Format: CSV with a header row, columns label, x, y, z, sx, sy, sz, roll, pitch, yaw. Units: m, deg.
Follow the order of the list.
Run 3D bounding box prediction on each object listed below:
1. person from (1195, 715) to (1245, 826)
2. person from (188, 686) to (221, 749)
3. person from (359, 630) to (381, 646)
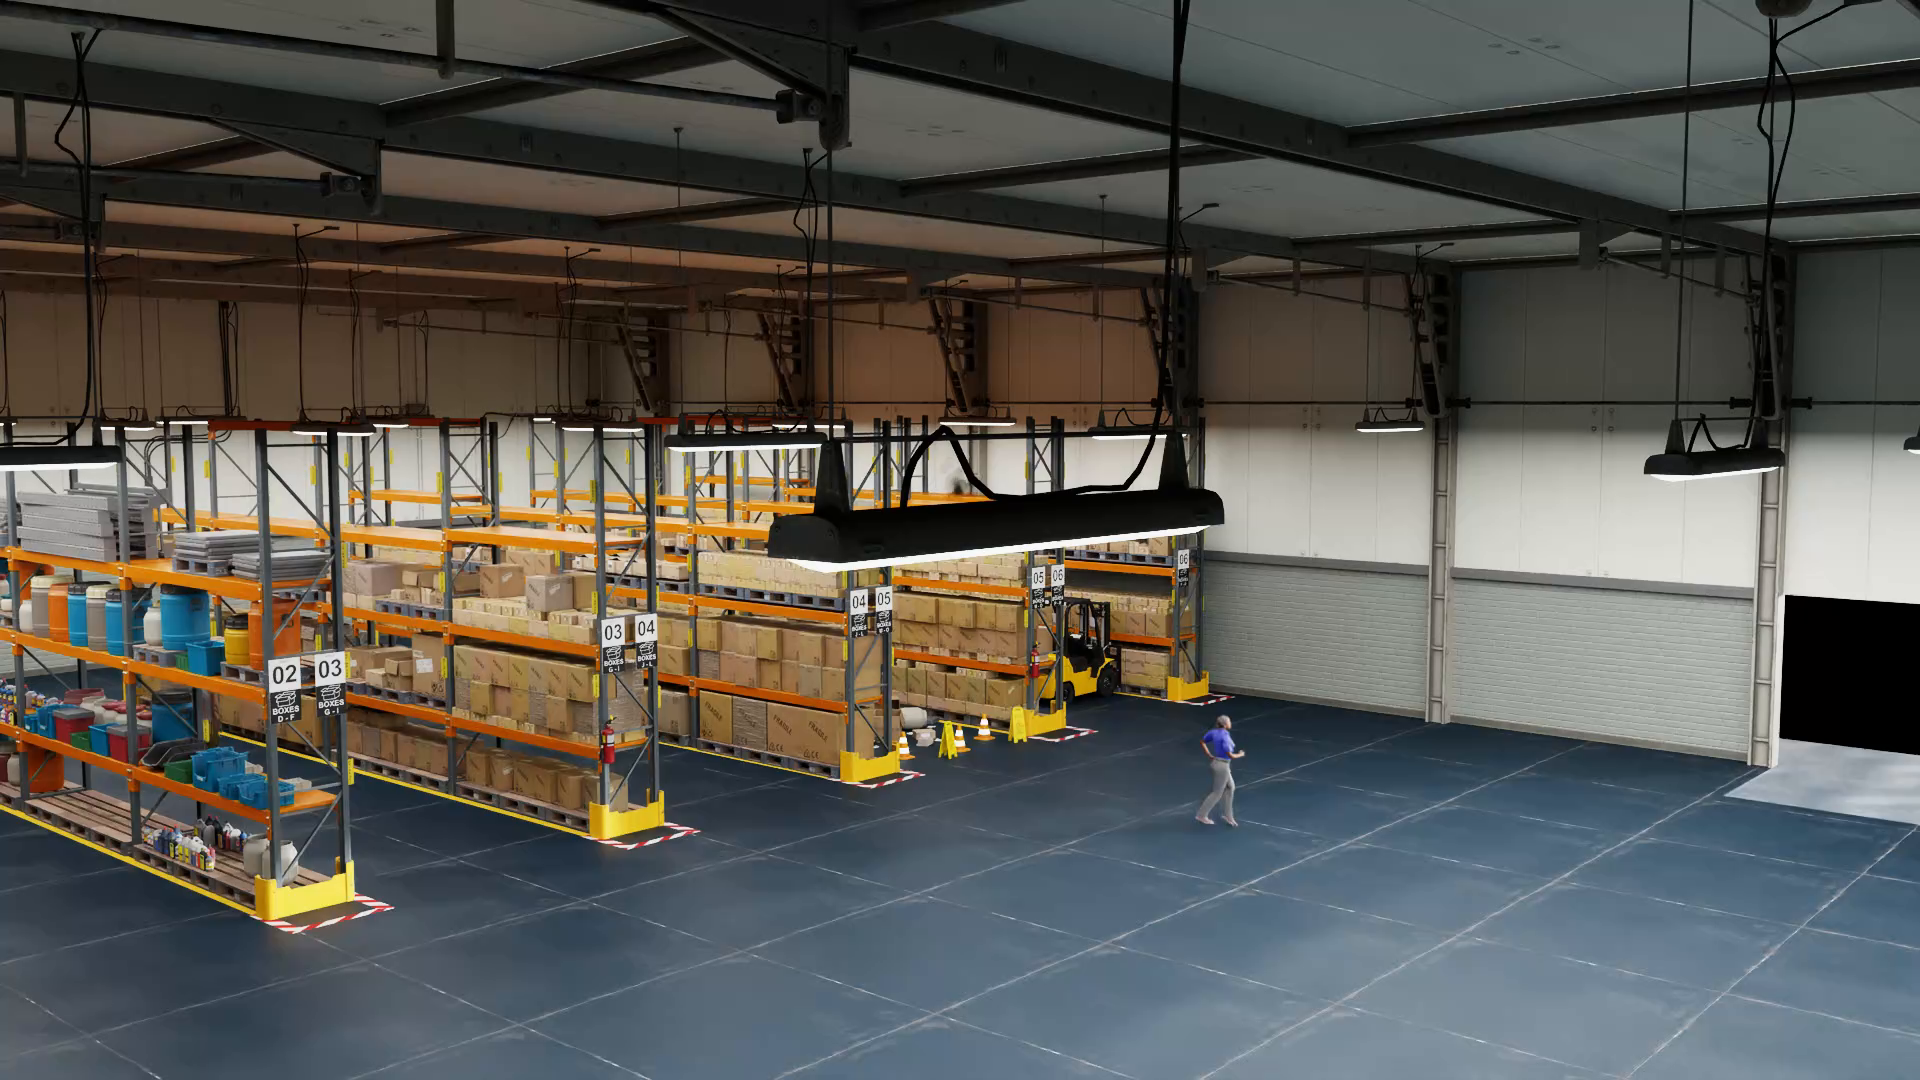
label,x,y,z,sx,sy,sz,roll,pitch,yaw
person,3.877,3.461,24.767,0.748,1.734,0.585,-1,5,-10
person,-12.997,3.098,28.494,0.855,1.755,0.719,3,5,30
person,-14.165,2.159,39.999,0.701,1.774,0.750,1,5,6
